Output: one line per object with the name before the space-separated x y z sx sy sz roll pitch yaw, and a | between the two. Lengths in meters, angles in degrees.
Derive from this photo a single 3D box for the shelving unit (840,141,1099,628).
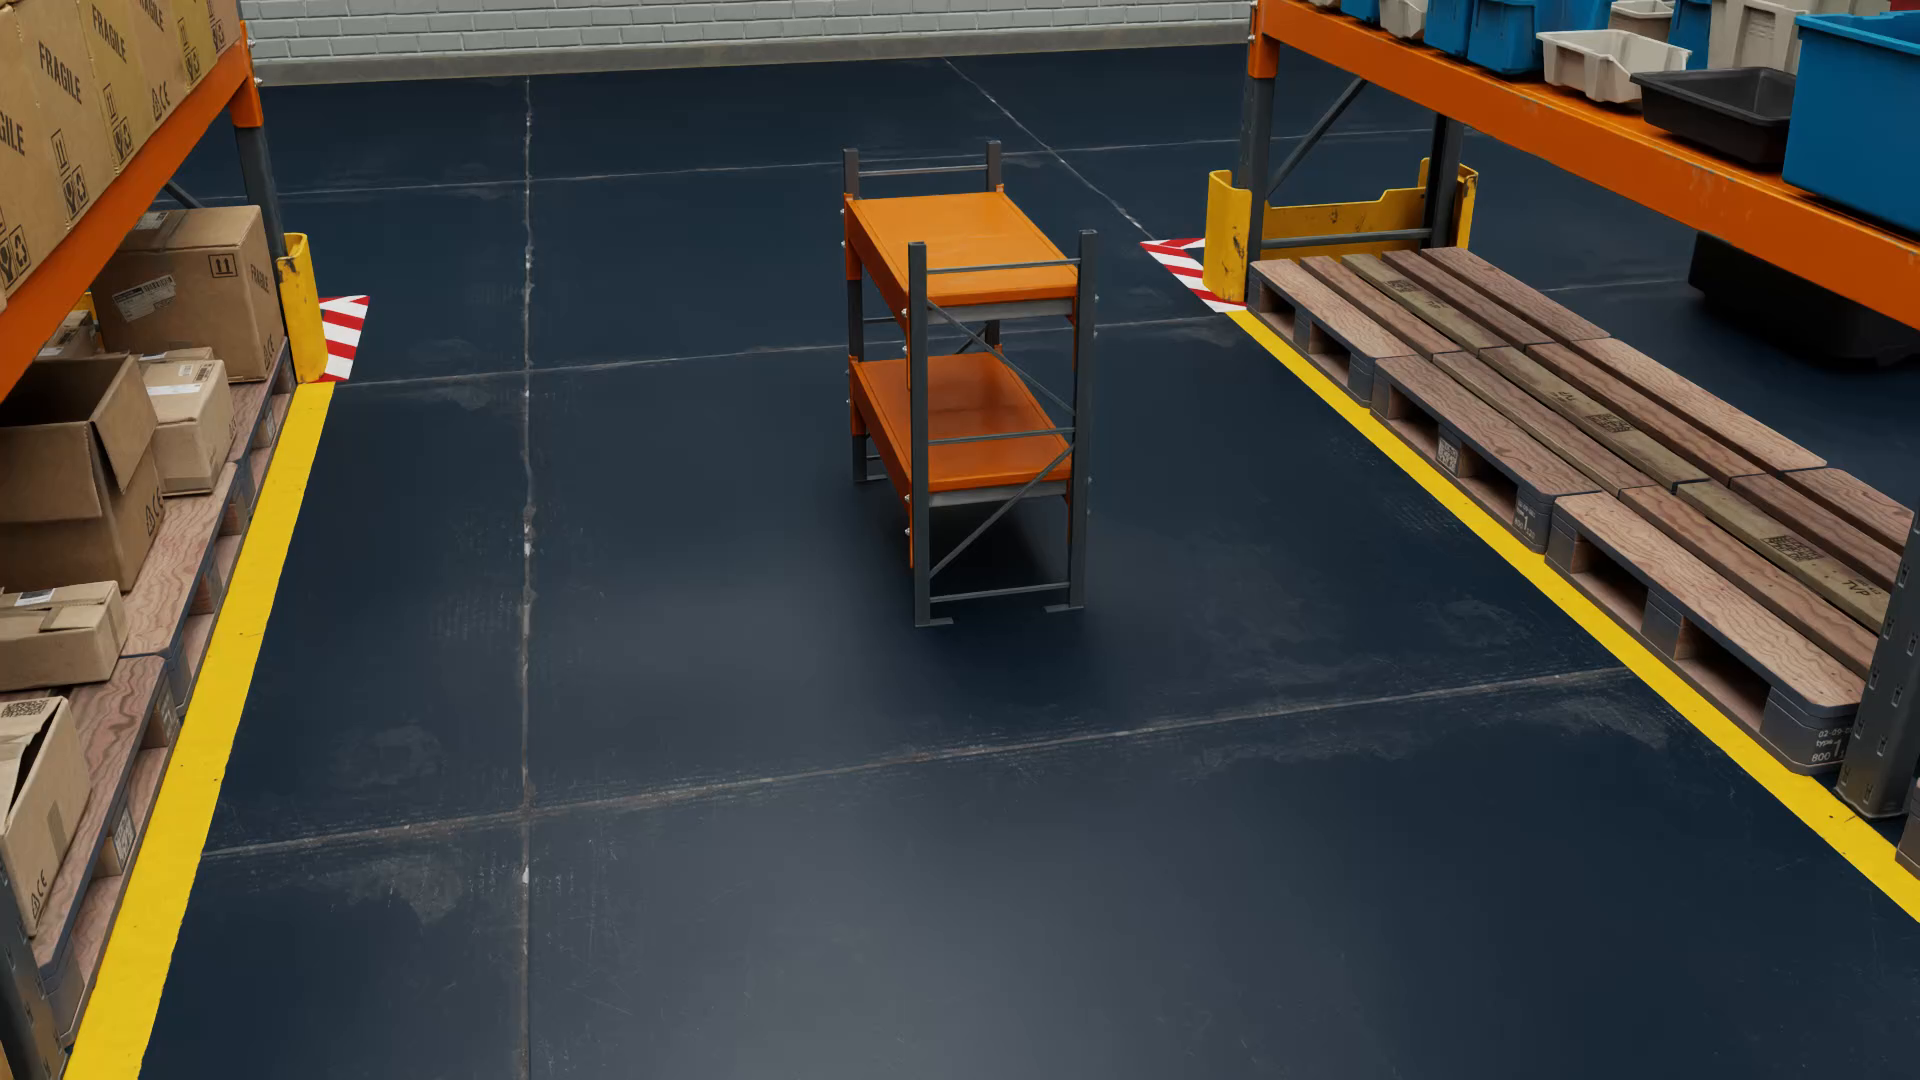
shelving unit | -0.002 -0.505 5.002 0.538 1.125 1.048 -6 27 -12

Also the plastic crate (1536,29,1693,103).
plastic crate | 1.932 -1.392 4.904 0.293 0.136 0.466 -6 27 -12

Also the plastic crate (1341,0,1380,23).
plastic crate | 1.599 -2.026 6.054 0.416 0.233 0.300 -6 27 -12

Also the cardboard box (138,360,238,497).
cardboard box | -2.564 -0.338 5.155 0.500 0.250 0.500 -6 27 -12

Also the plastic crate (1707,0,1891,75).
plastic crate | 2.452 -1.412 4.783 0.437 0.282 0.530 -6 27 -12

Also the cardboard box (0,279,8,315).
cardboard box | -2.059 -0.543 2.887 0.500 0.500 0.500 -5 27 -10

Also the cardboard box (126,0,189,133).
cardboard box | -2.518 -1.432 4.647 0.500 0.500 0.500 -6 27 -11

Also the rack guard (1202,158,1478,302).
rack guard | 1.697 -1.398 7.465 1.175 0.500 0.348 -6 27 -12

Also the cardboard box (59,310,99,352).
cardboard box | -3.352 -0.708 6.000 0.380 0.149 0.250 -6 27 -12

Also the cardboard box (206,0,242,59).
cardboard box | -2.745 -1.879 5.533 0.500 0.500 0.500 -5 27 -10

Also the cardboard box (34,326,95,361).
cardboard box | -3.153 -0.485 5.446 0.500 0.250 0.500 -6 27 -12

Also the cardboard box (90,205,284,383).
cardboard box | -2.749 -0.870 5.931 0.500 0.500 0.500 -6 27 -12

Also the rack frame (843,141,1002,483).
rack frame | -0.116 -0.728 5.445 0.500 1.125 0.032 -6 27 -12

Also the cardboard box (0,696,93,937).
cardboard box | -2.094 0.550 3.326 0.500 0.311 0.500 -6 27 -12

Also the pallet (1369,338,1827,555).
pallet | 2.135 -0.359 5.728 1.003 0.211 1.213 -6 27 -12

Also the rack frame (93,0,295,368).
rack frame | -3.111 -2.003 5.890 1.000 3.000 0.127 -6 27 -12

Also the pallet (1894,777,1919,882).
pallet | 2.750 0.839 3.353 1.003 0.211 1.213 -6 27 -12

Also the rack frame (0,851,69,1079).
rack frame | -2.210 -0.247 2.411 1.000 3.000 0.127 -6 27 -12

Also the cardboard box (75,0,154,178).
cardboard box | -2.404 -1.211 4.209 0.500 0.500 0.500 -6 27 -12

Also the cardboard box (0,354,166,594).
cardboard box | -2.638 -0.154 4.508 0.797 0.503 0.637 -6 27 -12

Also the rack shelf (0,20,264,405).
rack shelf | -2.661 -0.804 4.313 1.077 0.370 4.000 -6 27 -12

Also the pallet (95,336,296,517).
pallet | -2.914 -0.375 5.759 1.003 0.211 1.213 -6 27 -12

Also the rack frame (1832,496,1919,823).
rack frame | 2.617 -0.749 3.404 1.000 3.000 0.127 -6 27 -12

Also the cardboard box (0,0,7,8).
cardboard box | -2.159 -1.200 3.078 0.500 0.500 0.500 -7 28 -13

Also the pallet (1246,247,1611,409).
pallet | 1.863 -0.894 6.787 1.003 0.211 1.213 -6 27 -12

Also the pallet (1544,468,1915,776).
pallet | 2.413 0.177 4.665 1.003 0.211 1.213 -6 27 -12

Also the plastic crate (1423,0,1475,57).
plastic crate | 1.747 -1.737 5.482 0.416 0.233 0.300 -6 27 -12

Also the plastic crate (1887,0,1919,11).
plastic crate | 2.660 -1.221 4.204 0.402 0.464 0.583 -6 27 -12

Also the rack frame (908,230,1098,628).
rack frame | 0.113 -0.282 4.560 0.500 1.125 0.032 -6 27 -12

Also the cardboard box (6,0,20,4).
cardboard box | -2.274 -1.426 3.526 0.500 0.500 0.500 -7 28 -13

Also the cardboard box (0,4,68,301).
cardboard box | -2.178 -0.768 3.331 0.500 0.500 0.500 -5 27 -11

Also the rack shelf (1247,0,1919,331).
rack shelf | 2.166 -1.306 5.306 1.077 0.370 4.000 -6 27 -12

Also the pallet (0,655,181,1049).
pallet | -2.364 0.696 3.637 1.003 0.211 1.213 -6 27 -12

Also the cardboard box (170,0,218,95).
cardboard box | -2.625 -1.652 5.082 0.500 0.500 0.500 -6 27 -11

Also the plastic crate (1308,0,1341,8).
plastic crate | 1.442 -2.123 6.353 0.250 0.136 0.298 -6 27 -12

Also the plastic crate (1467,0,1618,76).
plastic crate | 1.815 -1.605 5.220 0.416 0.233 0.300 -6 27 -12

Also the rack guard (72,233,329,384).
rack guard | -3.094 -0.854 6.387 1.175 0.500 0.348 -6 27 -12

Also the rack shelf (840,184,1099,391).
rack shelf | -0.002 -0.766 4.871 0.538 0.278 1.000 -6 27 -12

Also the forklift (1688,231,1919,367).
forklift | 4.780 -2.319 6.592 3.031 2.935 1.130 -6 27 -11

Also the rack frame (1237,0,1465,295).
rack frame | 1.715 -2.505 6.883 1.000 3.000 0.127 -6 27 -12

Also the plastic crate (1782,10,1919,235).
plastic crate | 2.179 -0.939 3.732 0.392 0.384 0.575 -6 27 -12

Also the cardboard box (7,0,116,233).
cardboard box | -2.288 -0.988 3.767 0.500 0.500 0.500 -6 27 -12

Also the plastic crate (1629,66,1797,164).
plastic crate | 2.103 -1.117 4.372 0.437 0.125 0.590 -6 27 -12

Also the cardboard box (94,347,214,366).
cardboard box | -2.745 -0.534 5.636 0.380 0.166 0.250 -6 27 -12

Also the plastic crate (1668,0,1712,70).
plastic crate | 2.428 -1.581 5.173 0.416 0.233 0.300 -6 27 -12

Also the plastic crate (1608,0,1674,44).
plastic crate | 2.298 -1.698 5.510 0.298 0.136 0.250 -6 27 -12

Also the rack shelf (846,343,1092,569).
rack shelf | -0.002 -0.287 5.113 0.538 0.278 1.000 -6 27 -12

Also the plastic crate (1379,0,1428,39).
plastic crate | 1.595 -1.825 5.763 0.250 0.136 0.298 -6 27 -12

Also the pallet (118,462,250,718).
pallet | -2.642 0.159 4.700 1.003 0.211 1.213 -6 27 -12

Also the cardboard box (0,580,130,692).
cardboard box | -2.298 0.236 4.109 0.380 0.166 0.250 -6 27 -12
